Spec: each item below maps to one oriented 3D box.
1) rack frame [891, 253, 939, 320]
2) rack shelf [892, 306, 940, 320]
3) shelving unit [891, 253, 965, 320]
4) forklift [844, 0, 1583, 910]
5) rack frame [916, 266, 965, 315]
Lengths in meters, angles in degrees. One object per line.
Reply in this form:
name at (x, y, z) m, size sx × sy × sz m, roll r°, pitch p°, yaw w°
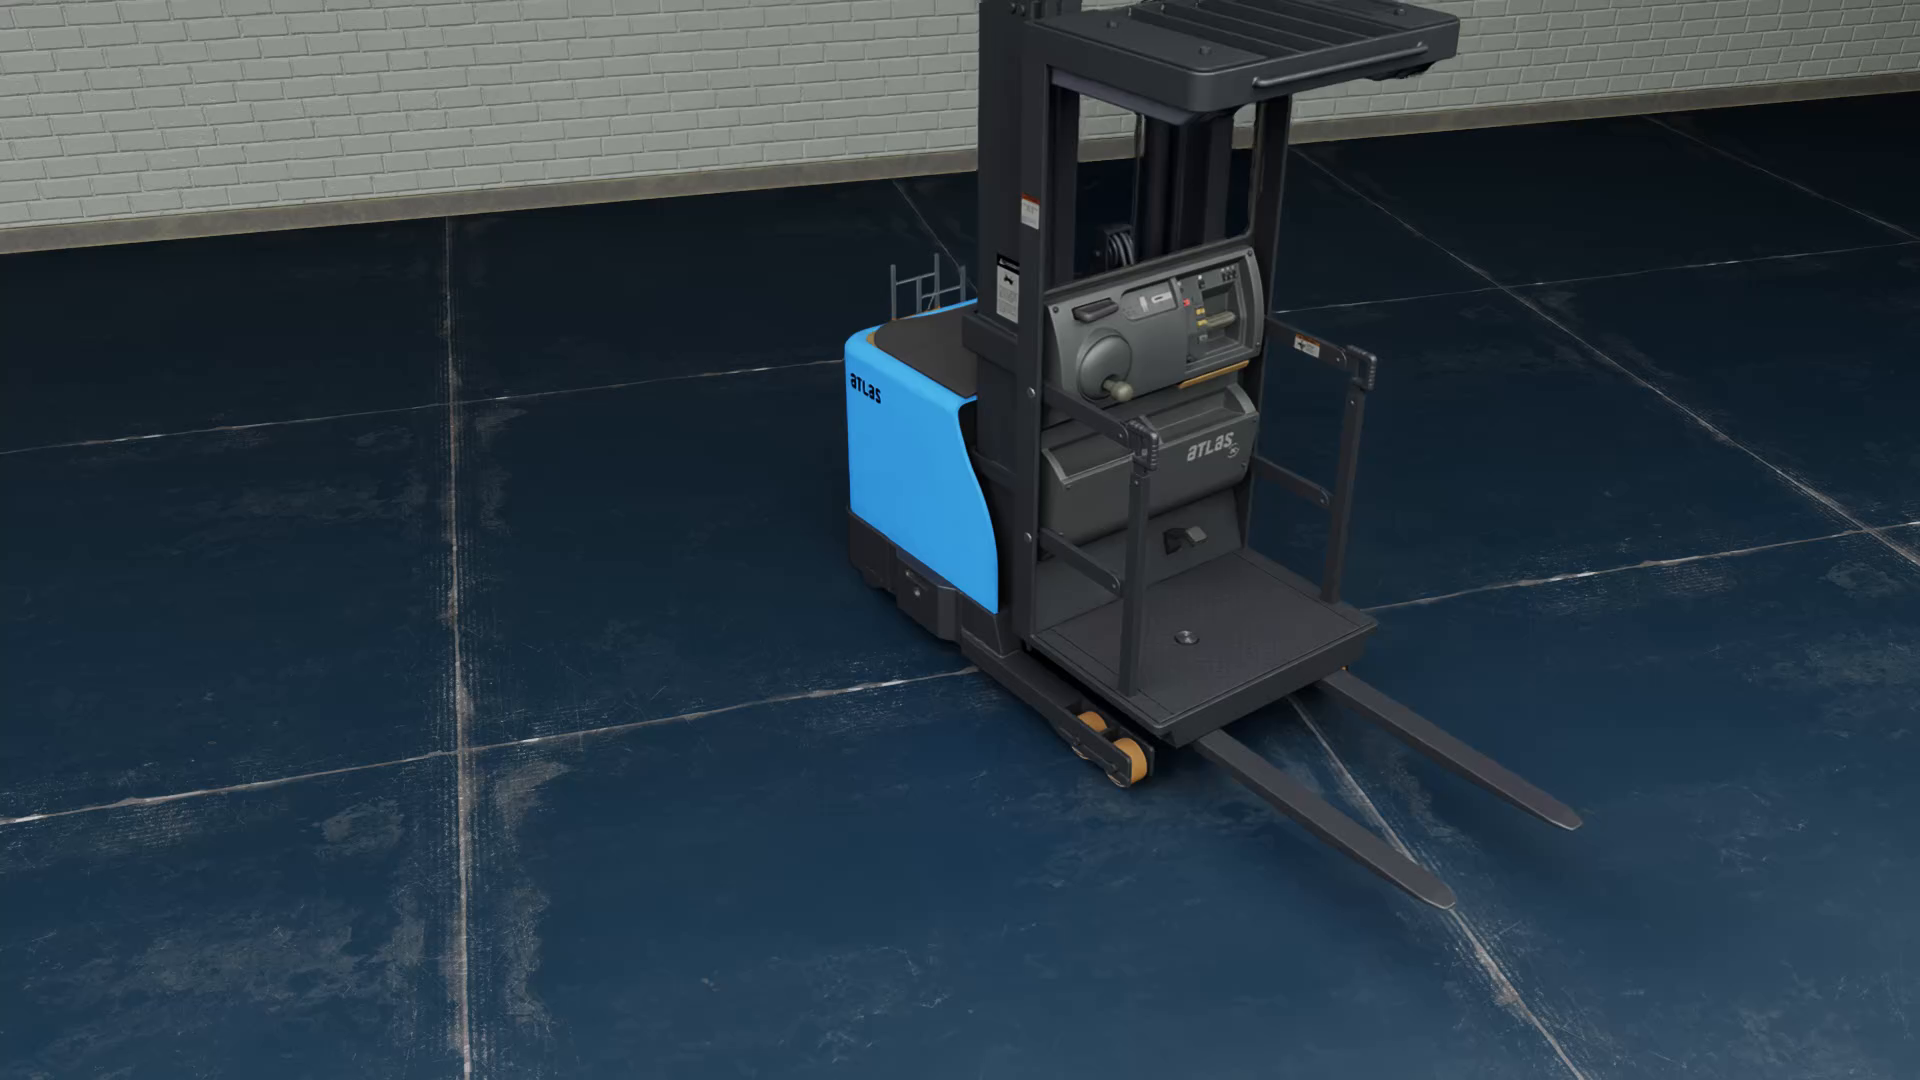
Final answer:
rack frame at (-0.186, -0.638, 7.155) m, size 0.240 × 1.200 × 0.006 m, roll -20°, pitch 36°, yaw -31°
rack shelf at (-0.131, -0.874, 6.933) m, size 0.258 × 0.103 × 0.180 m, roll -20°, pitch 36°, yaw -31°
shelving unit at (-0.131, -0.601, 7.091) m, size 0.258 × 1.200 × 0.189 m, roll -20°, pitch 36°, yaw -31°
forklift at (0.808, -0.692, 5.520) m, size 1.130 × 2.935 × 3.031 m, roll -20°, pitch 36°, yaw -31°
rack frame at (-0.077, -0.564, 7.027) m, size 0.240 × 1.200 × 0.006 m, roll -20°, pitch 36°, yaw -31°
